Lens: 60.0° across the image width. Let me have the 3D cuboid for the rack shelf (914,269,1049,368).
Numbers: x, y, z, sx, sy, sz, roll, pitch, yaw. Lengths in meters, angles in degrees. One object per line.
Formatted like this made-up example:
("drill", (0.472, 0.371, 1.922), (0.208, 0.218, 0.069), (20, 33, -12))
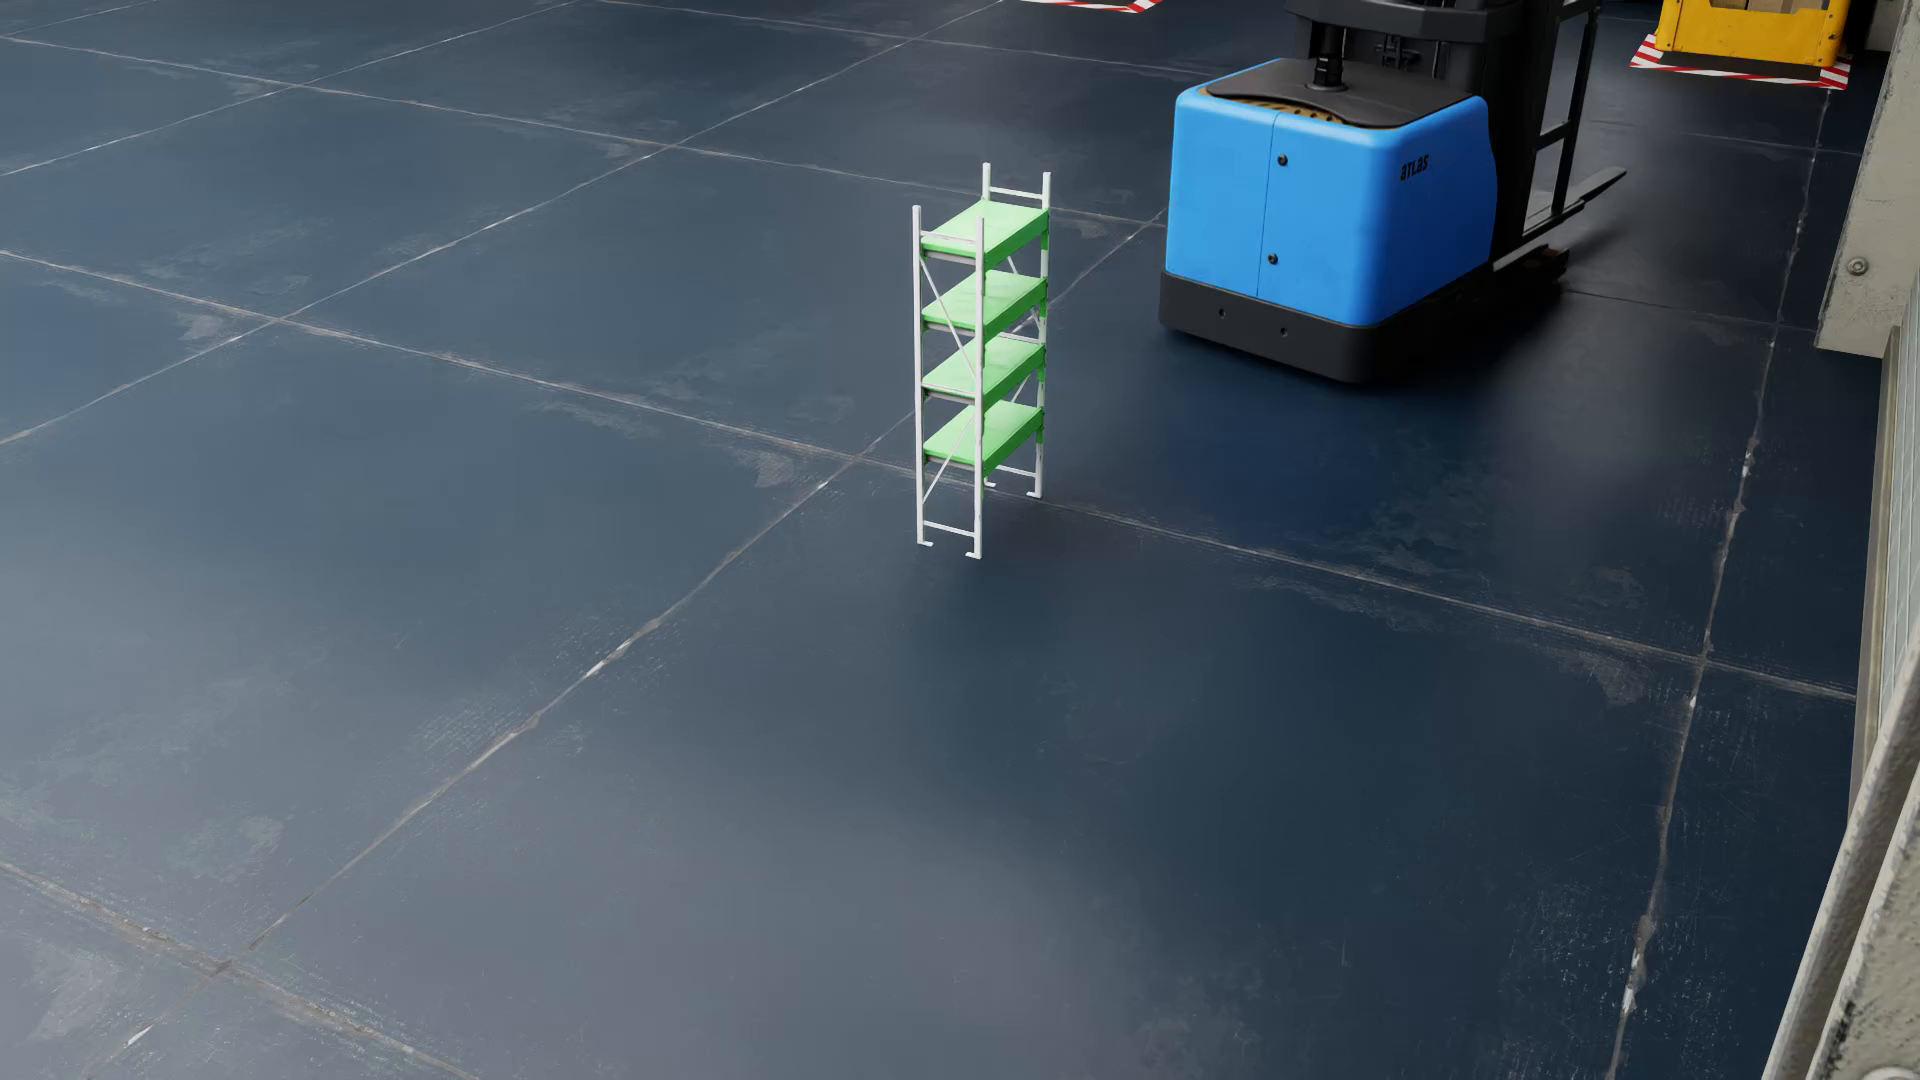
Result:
("rack shelf", (0.075, -0.746, 5.491), (0.258, 0.148, 0.480), (14, 33, 23))

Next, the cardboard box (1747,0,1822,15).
("cardboard box", (5.939, -3.910, 11.886), (0.500, 0.250, 0.500), (14, 33, 23))

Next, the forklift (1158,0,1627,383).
("forklift", (2.221, -2.556, 7.258), (1.130, 2.935, 3.031), (24, 38, 35))

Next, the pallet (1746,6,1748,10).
("pallet", (5.852, -3.886, 12.305), (1.003, 0.211, 1.213), (14, 33, 23))

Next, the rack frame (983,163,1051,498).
("rack frame", (0.187, -0.702, 5.767), (0.240, 1.200, 0.015), (14, 33, 23))

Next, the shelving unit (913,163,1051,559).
("shelving unit", (0.075, -0.594, 5.579), (0.258, 1.200, 0.503), (14, 33, 23))

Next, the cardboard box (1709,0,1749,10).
("cardboard box", (5.473, -4.016, 12.072), (0.500, 0.250, 0.500), (15, 33, 24))

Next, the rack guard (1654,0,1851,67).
("rack guard", (5.530, -3.652, 11.608), (1.175, 0.500, 0.348), (14, 33, 23))

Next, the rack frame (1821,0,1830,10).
("rack frame", (5.541, -4.747, 11.004), (1.000, 3.000, 0.127), (14, 33, 23))

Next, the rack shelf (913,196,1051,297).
("rack shelf", (0.075, -0.955, 5.372), (0.258, 0.148, 0.480), (14, 33, 23))

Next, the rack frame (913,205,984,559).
("rack frame", (-0.036, -0.486, 5.391), (0.240, 1.200, 0.015), (14, 33, 23))

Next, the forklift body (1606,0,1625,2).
("forklift body", (4.780, -5.633, 13.400), (2.313, 2.155, 1.214), (14, 33, 23))

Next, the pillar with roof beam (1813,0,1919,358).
("pillar with roof beam", (0.095, -5.769, 6.760), (9.100, 9.000, 0.400), (14, 33, 23))

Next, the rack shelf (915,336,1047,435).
("rack shelf", (0.075, -0.538, 5.611), (0.258, 0.148, 0.480), (14, 33, 23))

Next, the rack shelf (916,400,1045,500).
("rack shelf", (0.075, -0.330, 5.730), (0.258, 0.148, 0.480), (14, 33, 23))
